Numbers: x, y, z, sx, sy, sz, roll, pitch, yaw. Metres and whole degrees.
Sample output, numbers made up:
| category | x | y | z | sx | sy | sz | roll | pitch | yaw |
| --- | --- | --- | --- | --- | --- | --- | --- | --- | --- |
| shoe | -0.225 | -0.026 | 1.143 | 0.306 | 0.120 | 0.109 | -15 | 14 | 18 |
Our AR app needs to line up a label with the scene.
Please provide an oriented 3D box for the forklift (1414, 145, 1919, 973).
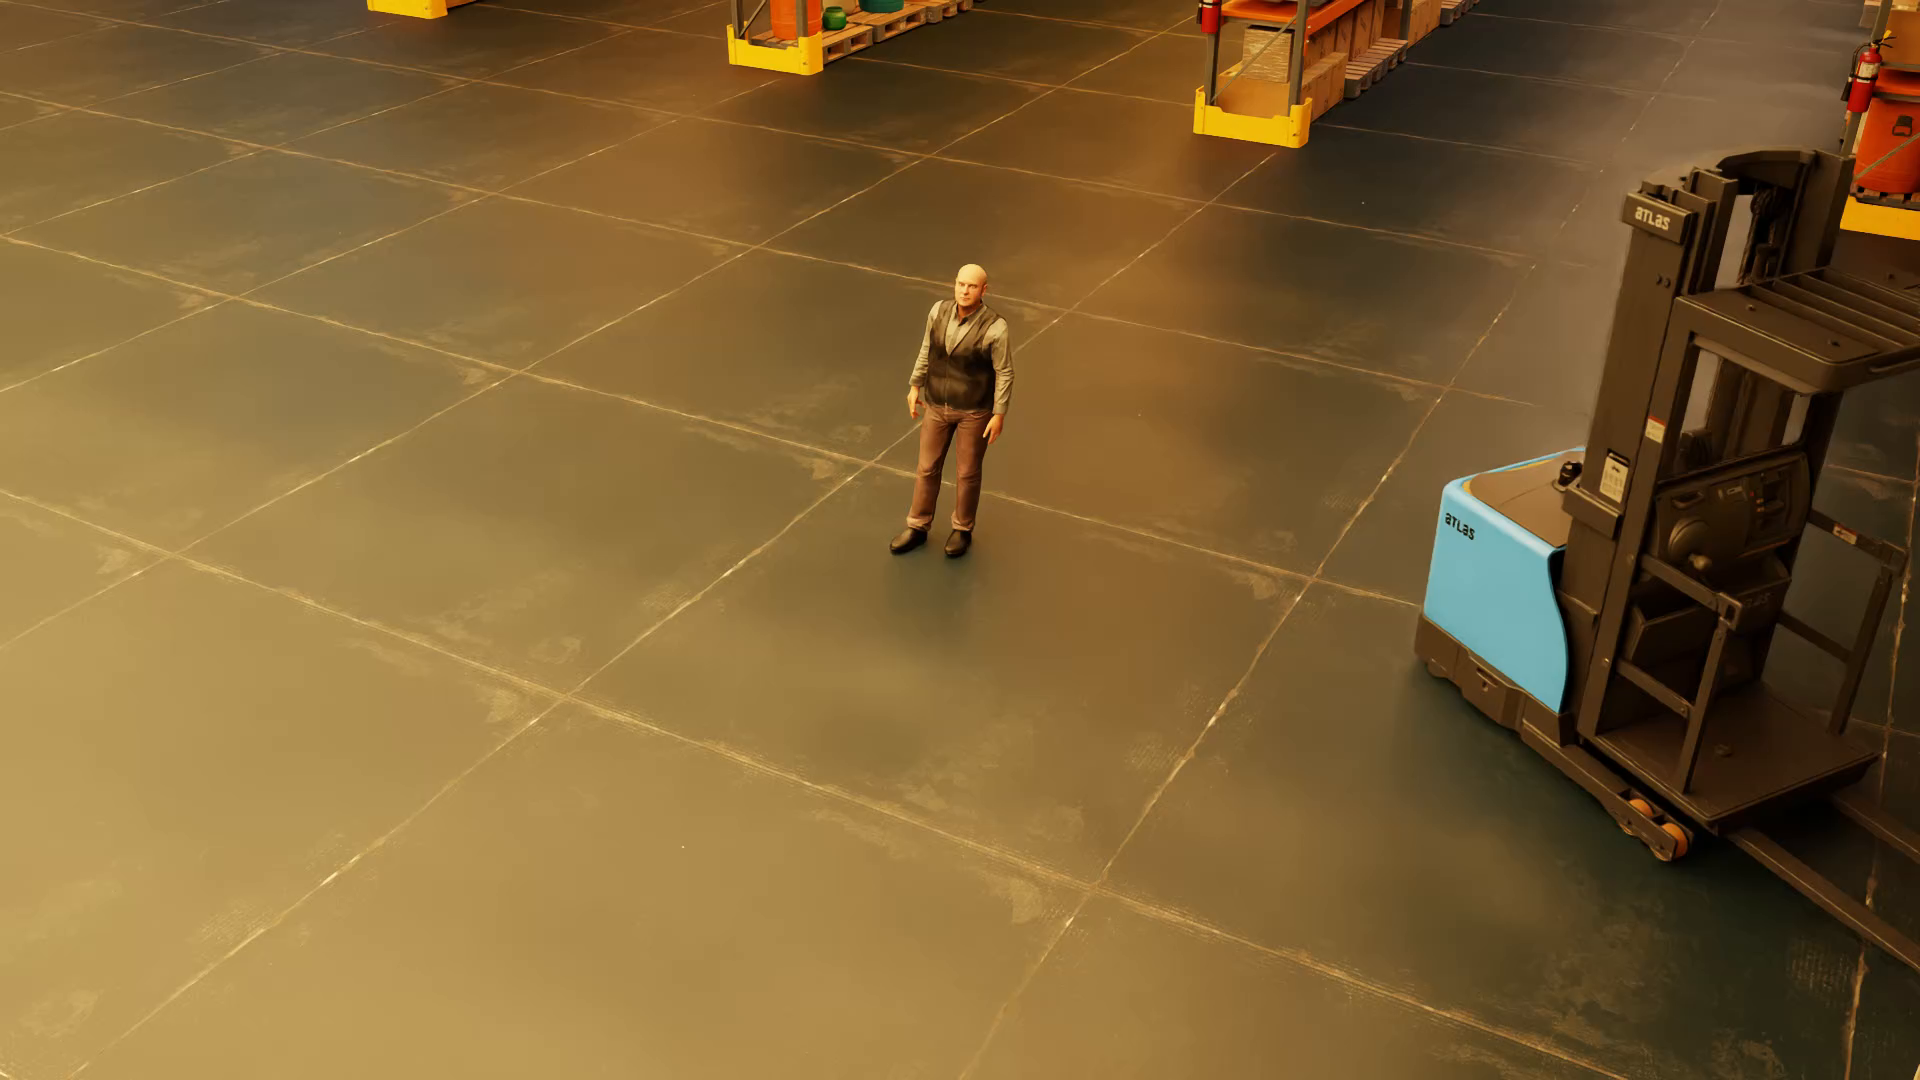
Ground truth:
| category | x | y | z | sx | sy | sz | roll | pitch | yaw |
| --- | --- | --- | --- | --- | --- | --- | --- | --- | --- |
| forklift | 3.514 | -0.077 | 7.204 | 1.130 | 2.935 | 3.031 | -14 | 33 | -22 |

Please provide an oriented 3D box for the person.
| category | x | y | z | sx | sy | sz | roll | pitch | yaw |
| --- | --- | --- | --- | --- | --- | --- | --- | --- | --- |
| person | -0.037 | -0.727 | 9.526 | 0.632 | 1.720 | 0.568 | 15 | 33 | 25 |
